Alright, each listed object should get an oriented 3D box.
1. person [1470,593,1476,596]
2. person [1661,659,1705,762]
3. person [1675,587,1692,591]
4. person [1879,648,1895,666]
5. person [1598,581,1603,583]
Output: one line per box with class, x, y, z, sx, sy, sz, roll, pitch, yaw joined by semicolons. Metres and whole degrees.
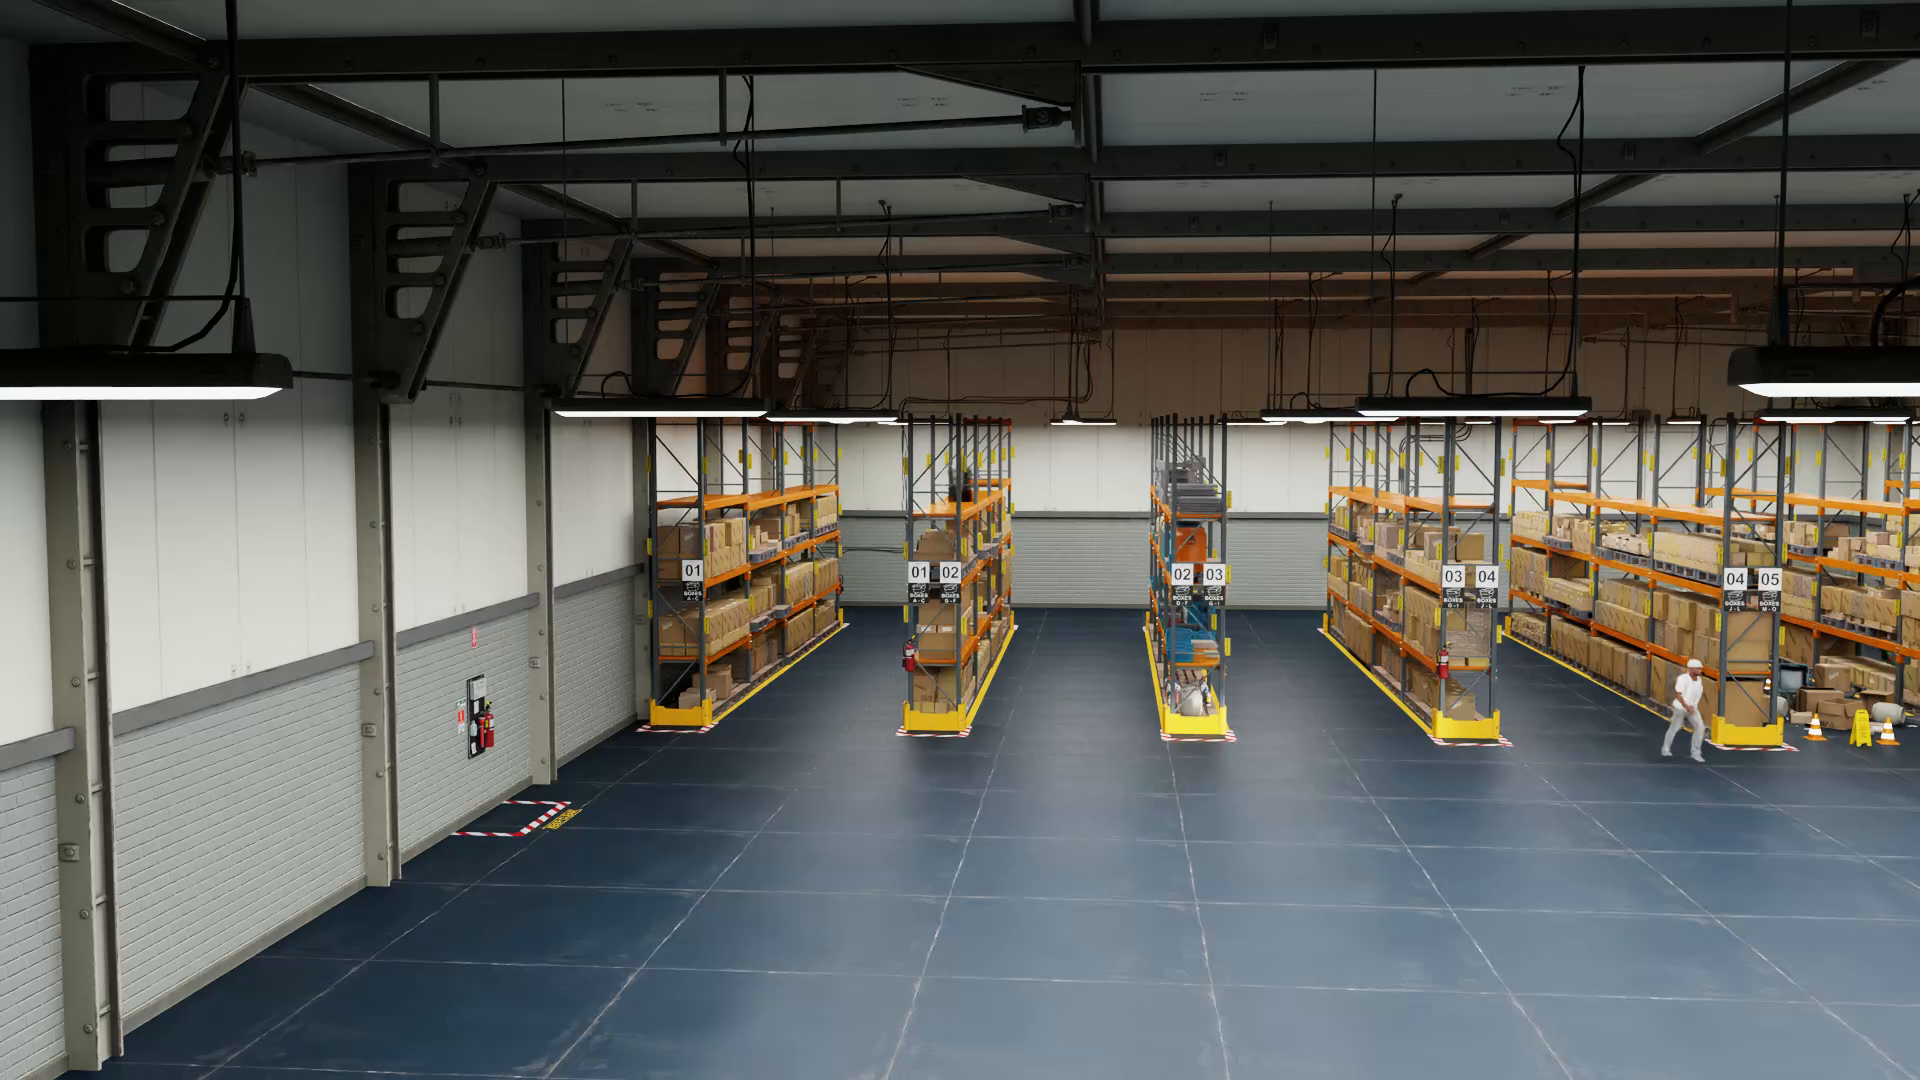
person;14.194;1.928;46.148;0.570;1.448;0.819;2;4;27
person;12.529;2.909;28.615;0.625;1.726;0.778;-2;4;-21
person;20.487;1.737;46.817;0.826;1.696;0.598;0;4;2
person;21.621;2.239;38.831;0.599;1.789;0.809;-1;4;-9
person;17.575;1.878;45.661;0.533;1.547;0.572;-3;5;-41
